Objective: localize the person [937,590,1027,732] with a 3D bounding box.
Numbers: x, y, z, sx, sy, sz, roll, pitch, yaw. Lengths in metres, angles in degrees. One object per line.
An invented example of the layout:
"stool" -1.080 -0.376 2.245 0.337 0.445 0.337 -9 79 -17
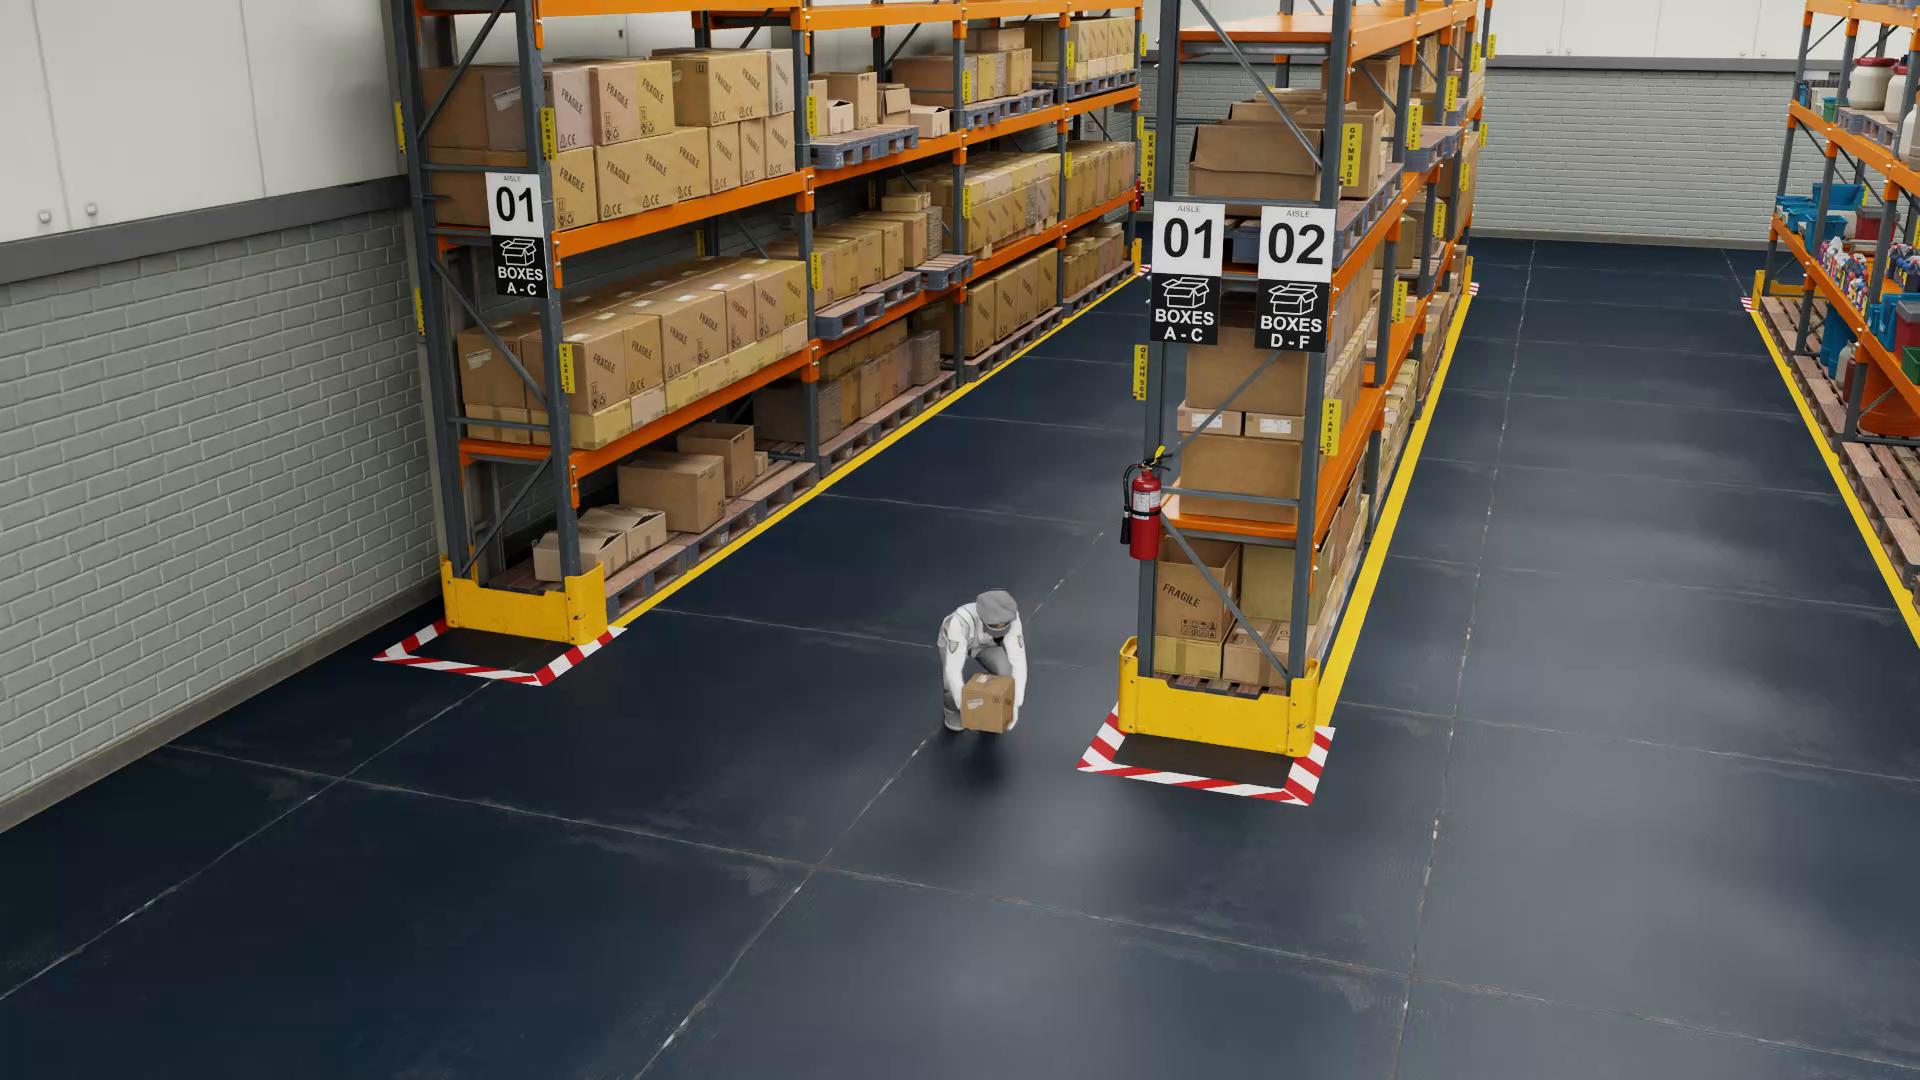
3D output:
"person" 0.127 0.701 10.072 0.490 0.982 0.831 -3 19 -10
